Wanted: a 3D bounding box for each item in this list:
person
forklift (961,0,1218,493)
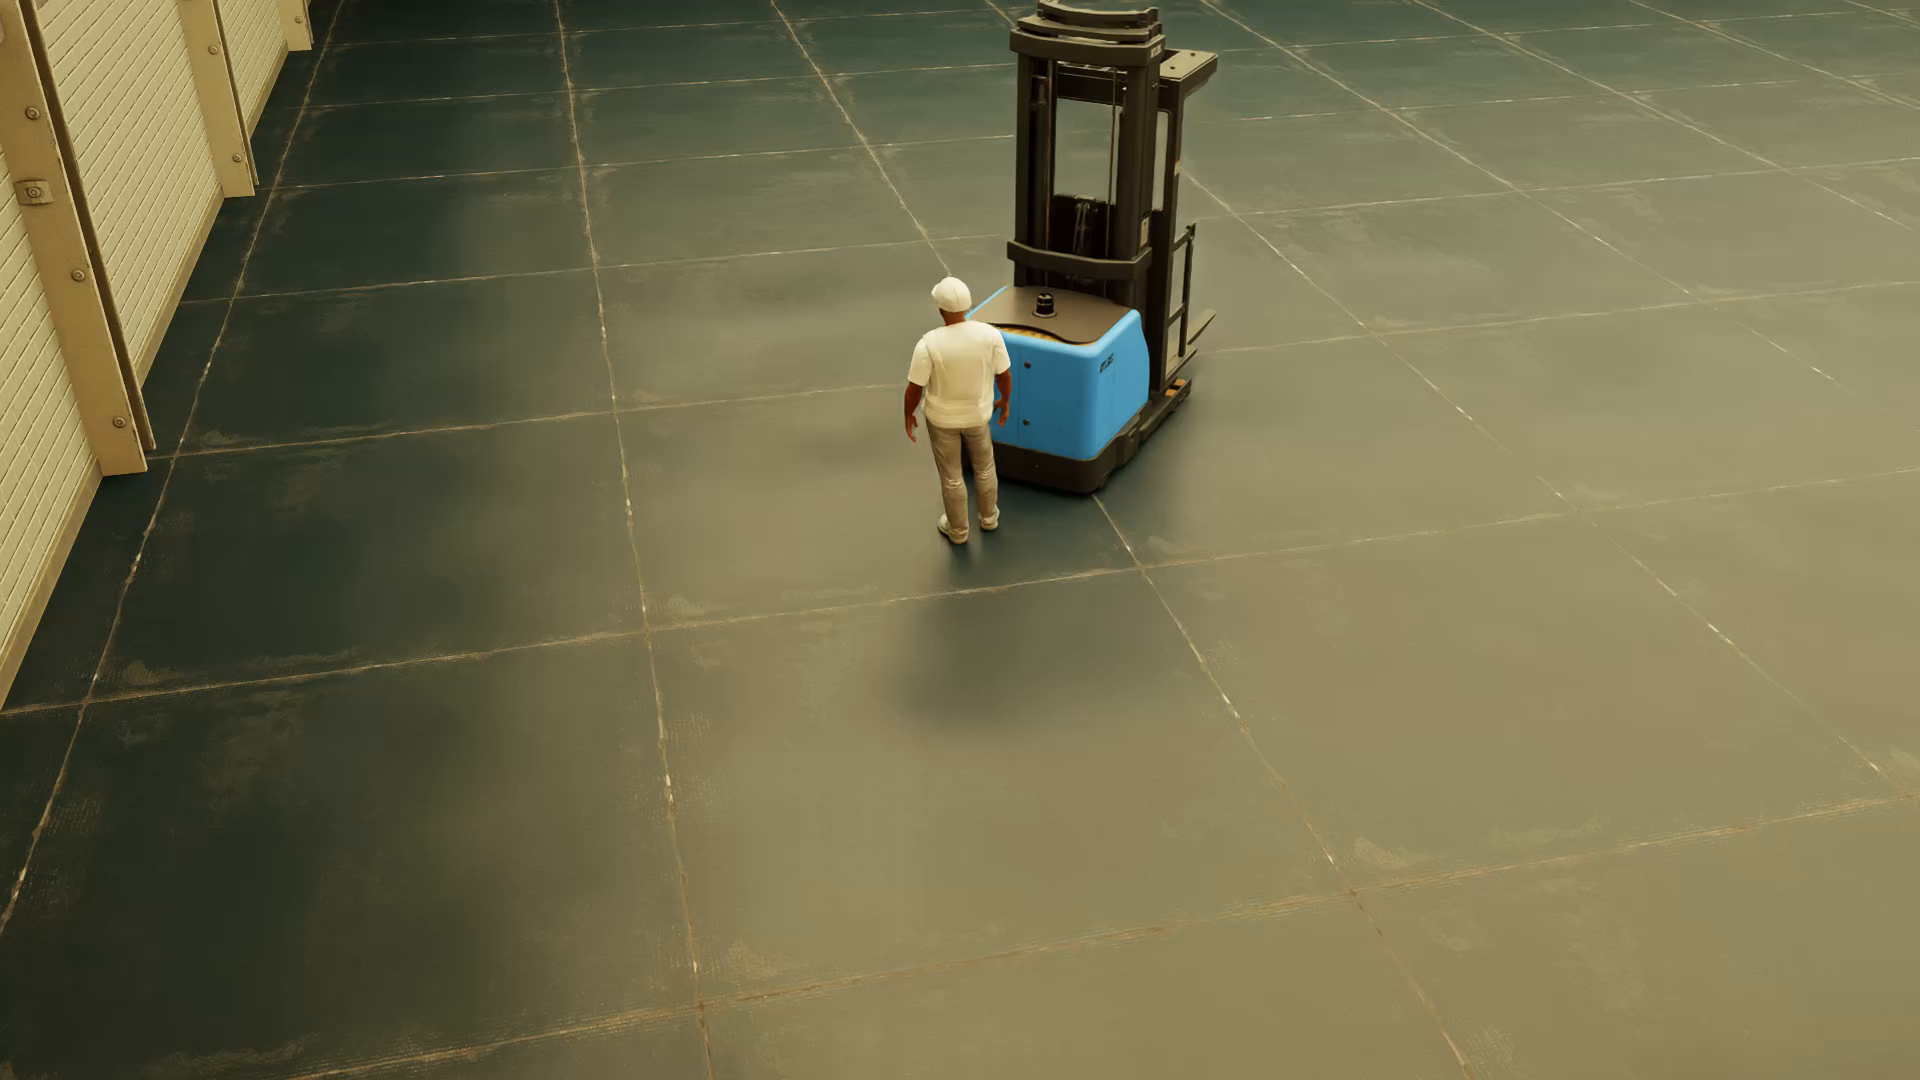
[{"bbox_3d":[-0.027,-0.803,10.116,0.668,1.765,0.572,-7,31,-11],"label":"person"},{"bbox_3d":[1.053,-2.290,11.531,1.130,2.935,3.031,14,33,23],"label":"forklift"}]
